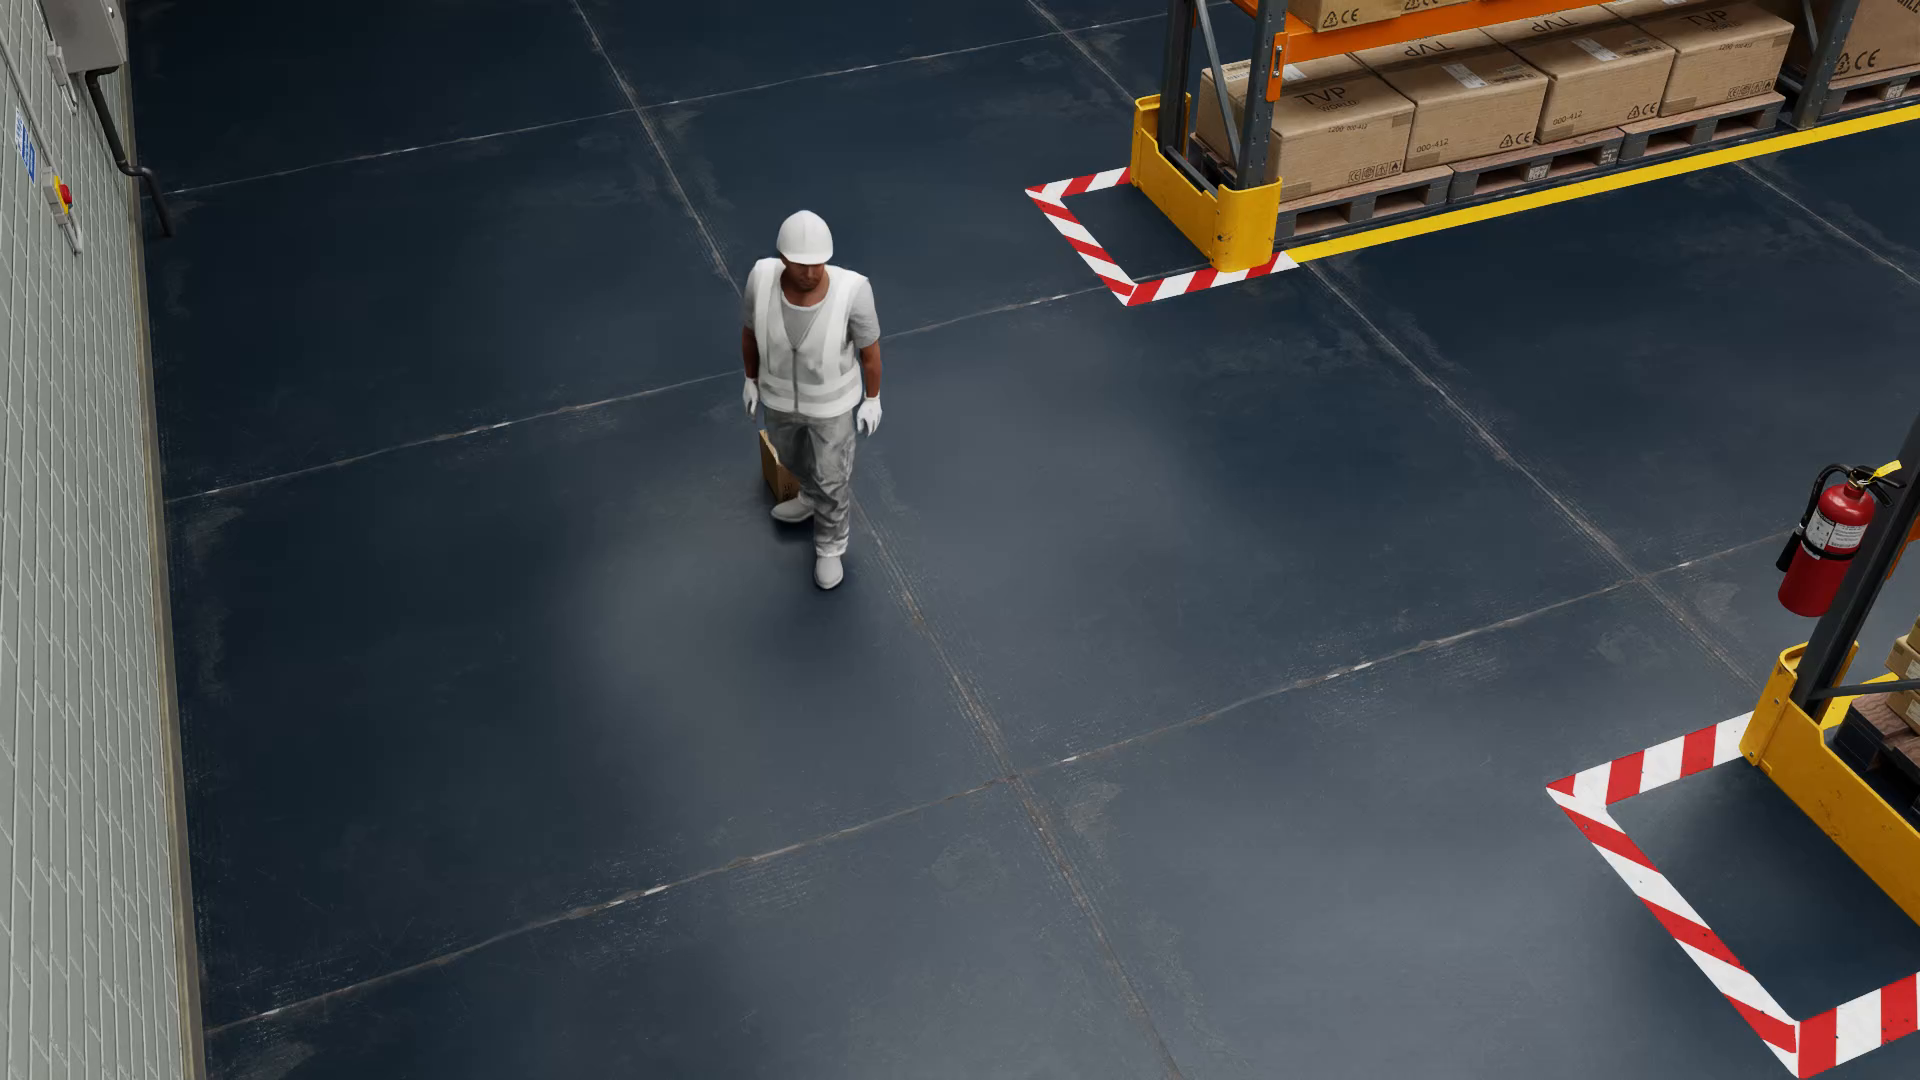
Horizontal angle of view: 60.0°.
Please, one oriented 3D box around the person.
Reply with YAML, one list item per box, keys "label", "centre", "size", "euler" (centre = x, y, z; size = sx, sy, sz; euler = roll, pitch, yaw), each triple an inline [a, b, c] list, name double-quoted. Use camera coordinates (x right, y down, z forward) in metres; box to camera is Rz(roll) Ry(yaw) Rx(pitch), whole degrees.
- label: "person"
  centre: [-0.624, -0.837, 6.574]
  size: [0.586, 1.082, 0.385]
  euler: [10, 42, 11]
